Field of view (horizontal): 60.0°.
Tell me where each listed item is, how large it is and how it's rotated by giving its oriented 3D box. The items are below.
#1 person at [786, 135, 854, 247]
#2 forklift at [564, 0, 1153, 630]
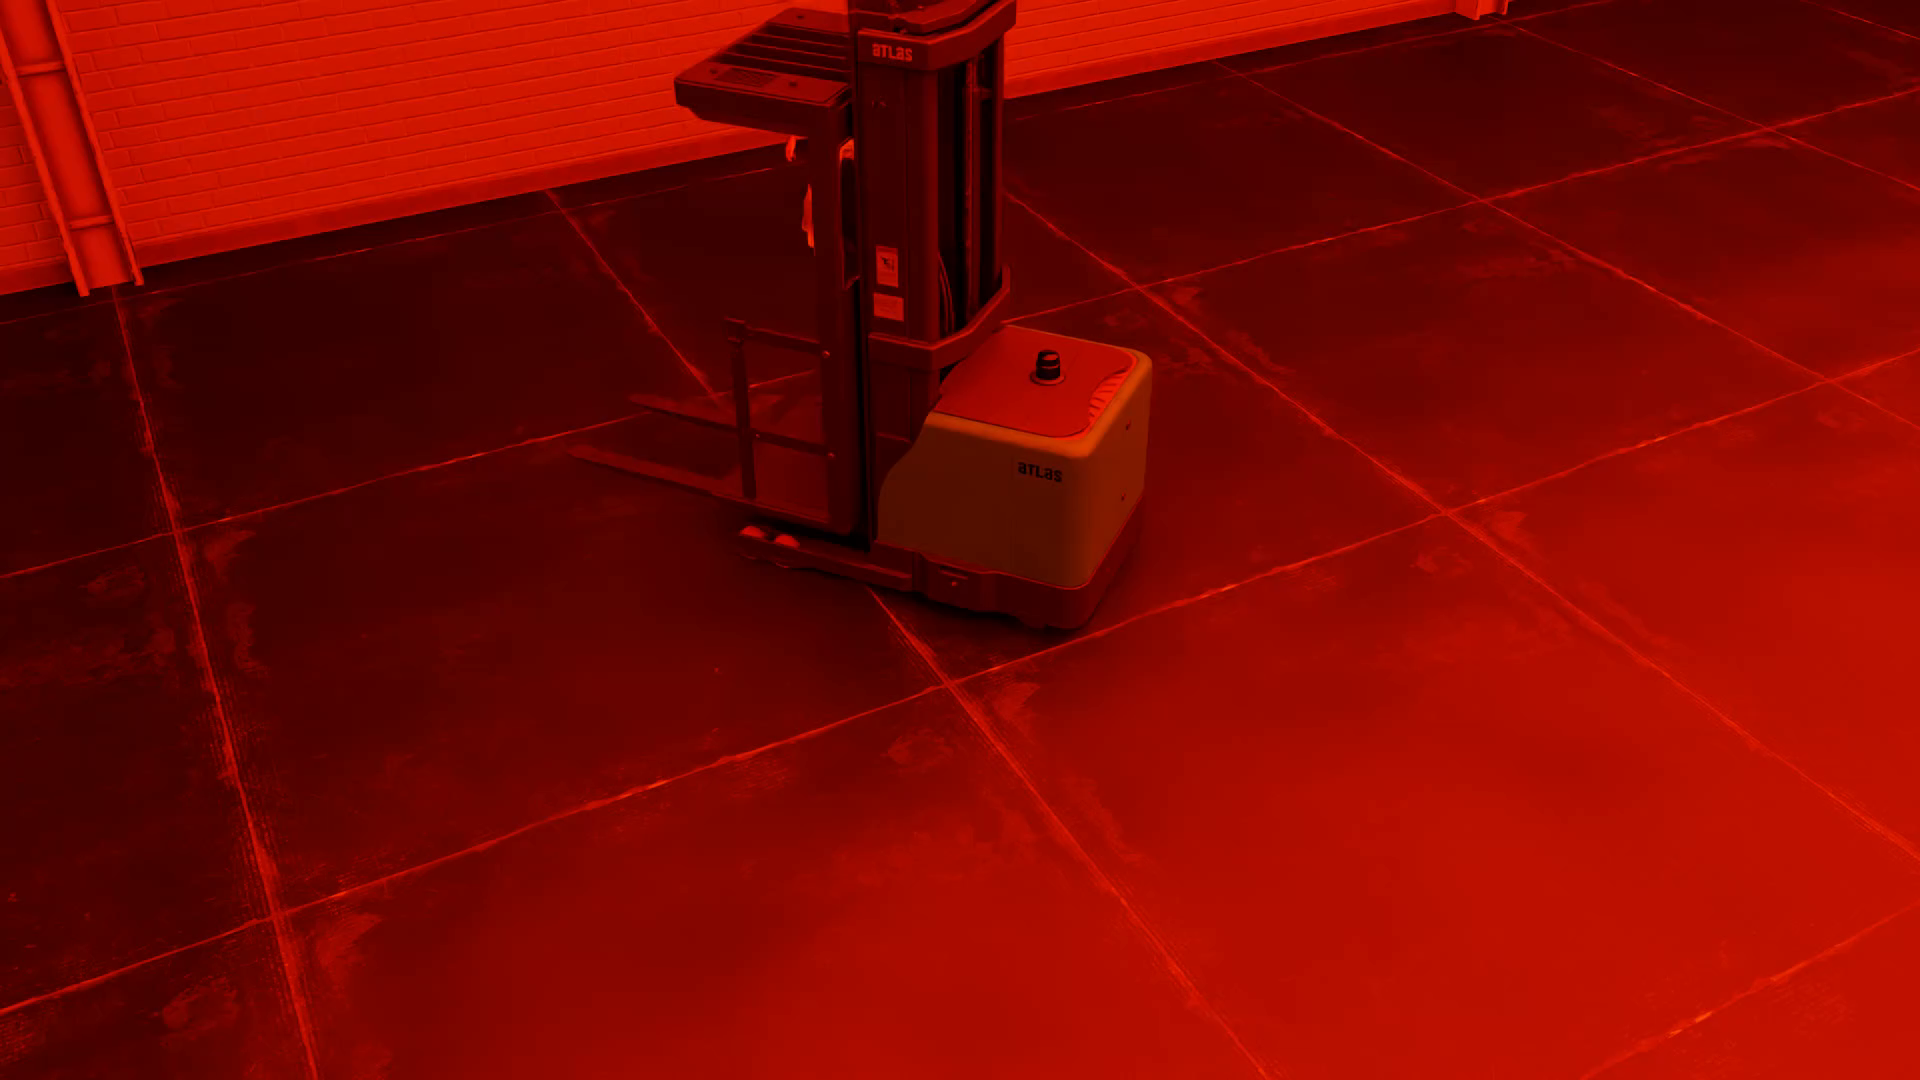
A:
[{"bbox_3d":[-0.753,-2.661,11.087,0.823,1.571,0.585,-8,36,-11],"label":"person"},{"bbox_3d":[-0.612,-1.318,7.988,3.031,2.935,1.130,14,38,19],"label":"forklift"}]
